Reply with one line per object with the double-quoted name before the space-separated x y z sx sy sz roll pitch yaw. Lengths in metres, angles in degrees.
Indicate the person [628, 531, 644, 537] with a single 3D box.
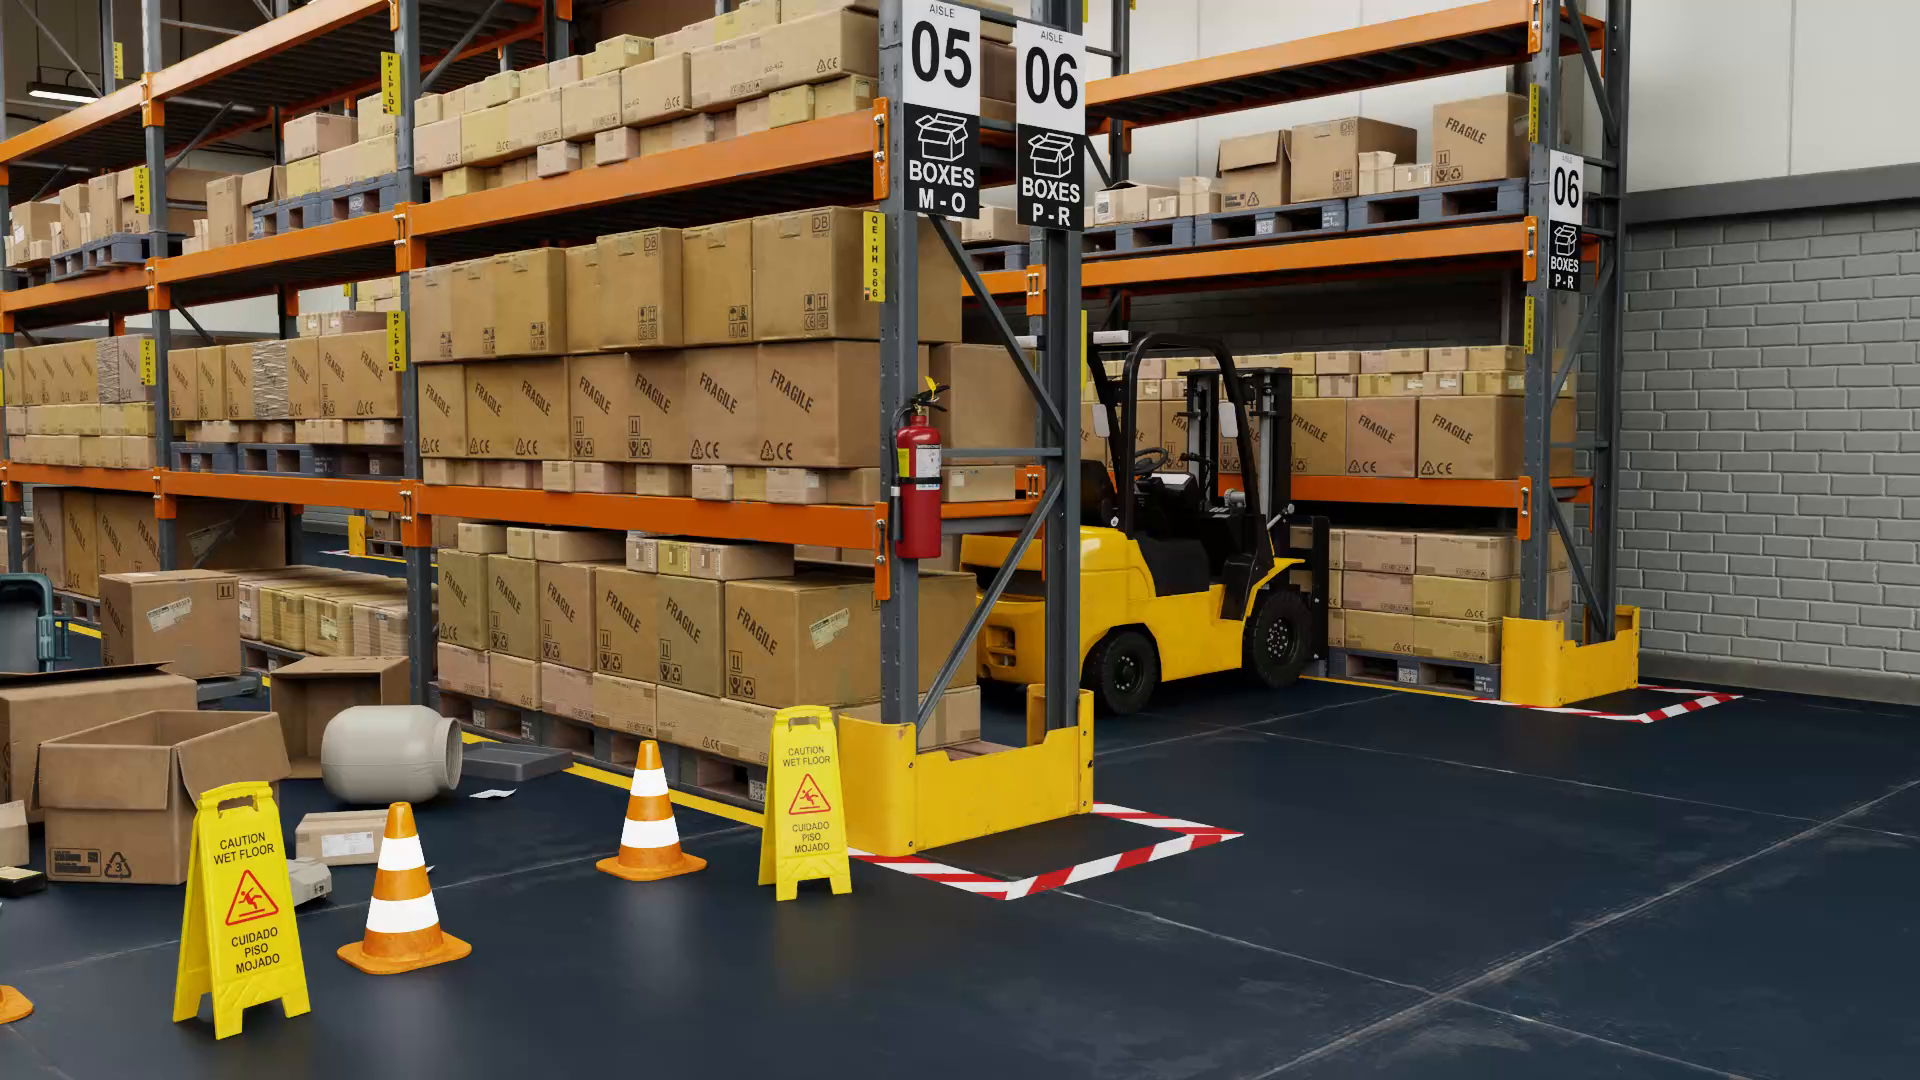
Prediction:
"person" -2.800 -0.230 13.924 0.735 1.762 0.579 3 5 38
